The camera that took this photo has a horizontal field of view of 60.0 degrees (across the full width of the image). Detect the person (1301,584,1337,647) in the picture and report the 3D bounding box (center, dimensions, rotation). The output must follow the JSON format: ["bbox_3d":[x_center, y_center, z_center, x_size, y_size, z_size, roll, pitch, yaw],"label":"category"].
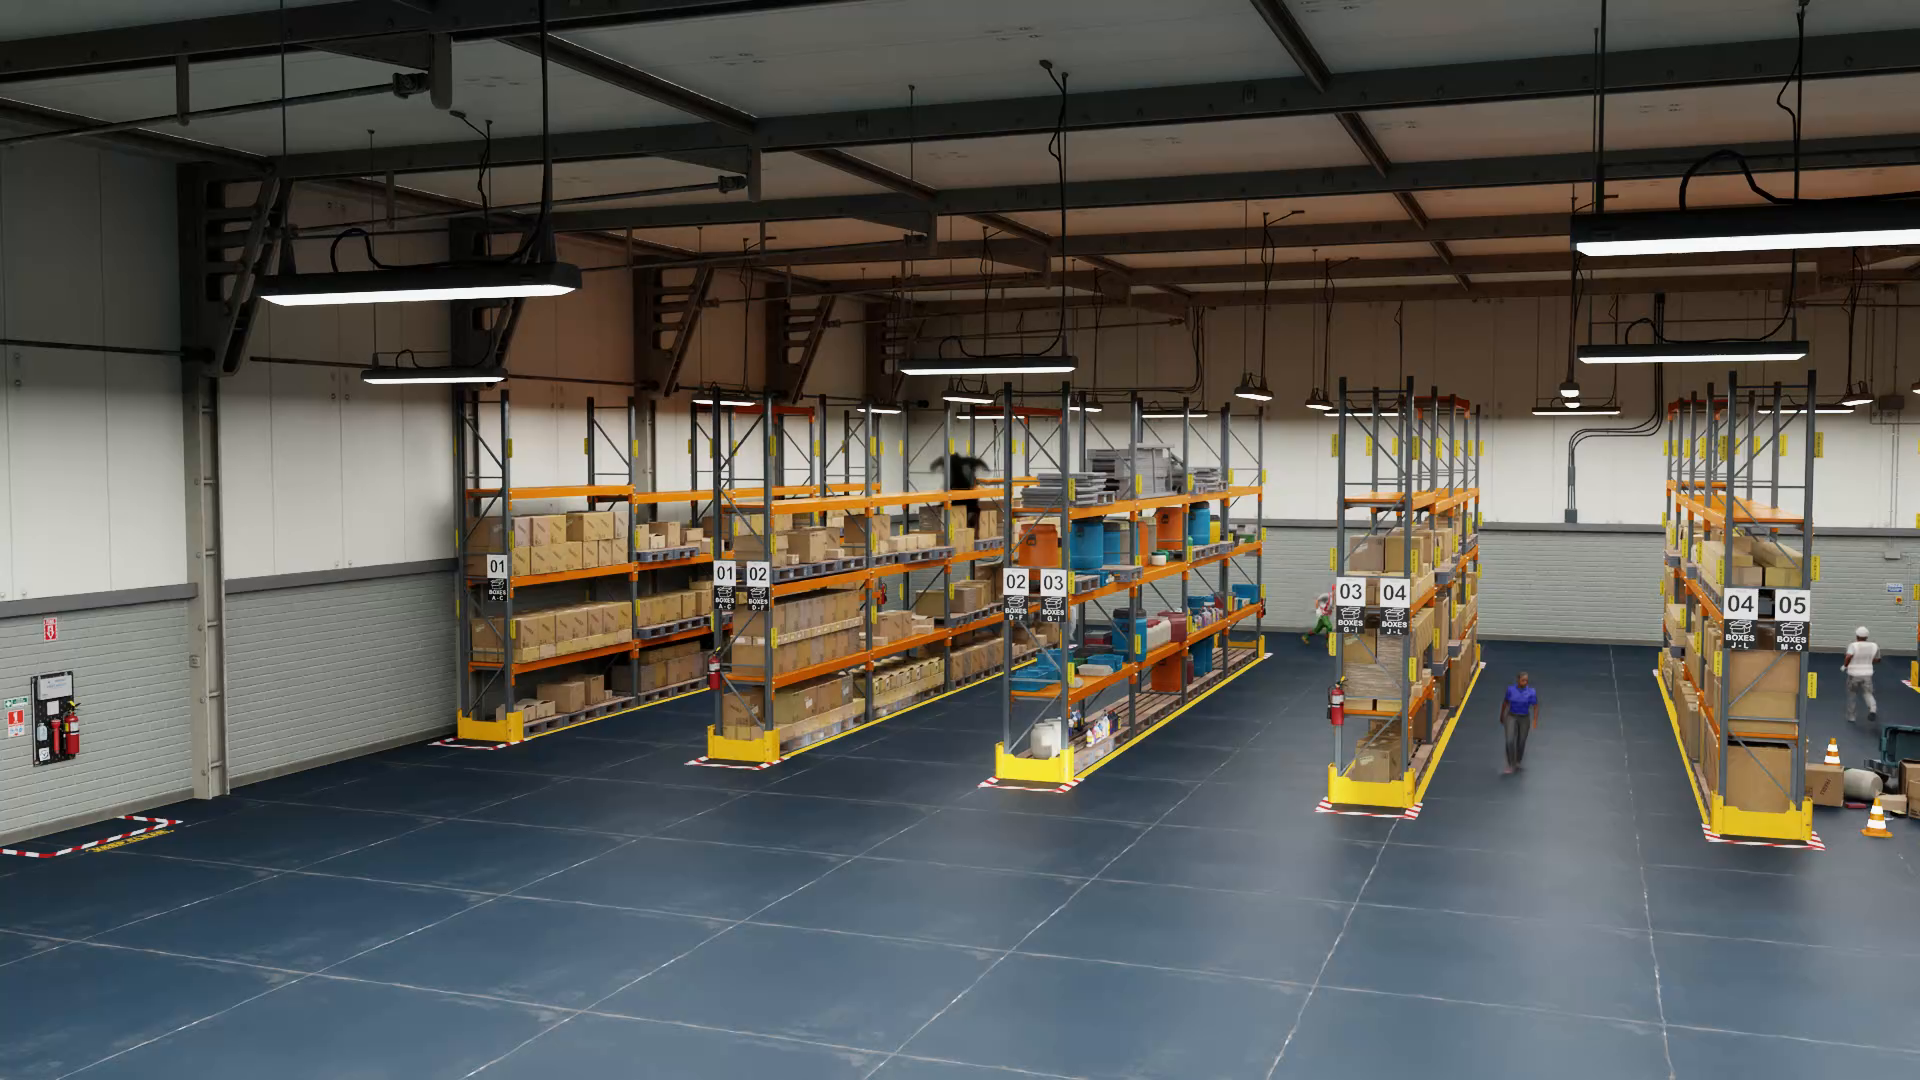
[{"bbox_3d":[9.095,1.900,41.764,0.678,1.624,1.132,-3,4,-41],"label":"person"}]

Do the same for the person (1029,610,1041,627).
[{"bbox_3d":[2.060,1.784,42.927,0.809,1.765,0.638,2,4,28],"label":"person"}]

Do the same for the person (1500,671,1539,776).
[{"bbox_3d":[8.646,2.799,25.698,0.548,1.617,0.748,1,3,13],"label":"person"}]

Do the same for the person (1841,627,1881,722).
[{"bbox_3d":[16.336,2.448,30.141,0.680,1.764,0.957,1,3,10],"label":"person"}]

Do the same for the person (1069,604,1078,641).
[{"bbox_3d":[2.813,1.799,43.617,0.592,1.619,0.695,-2,4,-28],"label":"person"}]
